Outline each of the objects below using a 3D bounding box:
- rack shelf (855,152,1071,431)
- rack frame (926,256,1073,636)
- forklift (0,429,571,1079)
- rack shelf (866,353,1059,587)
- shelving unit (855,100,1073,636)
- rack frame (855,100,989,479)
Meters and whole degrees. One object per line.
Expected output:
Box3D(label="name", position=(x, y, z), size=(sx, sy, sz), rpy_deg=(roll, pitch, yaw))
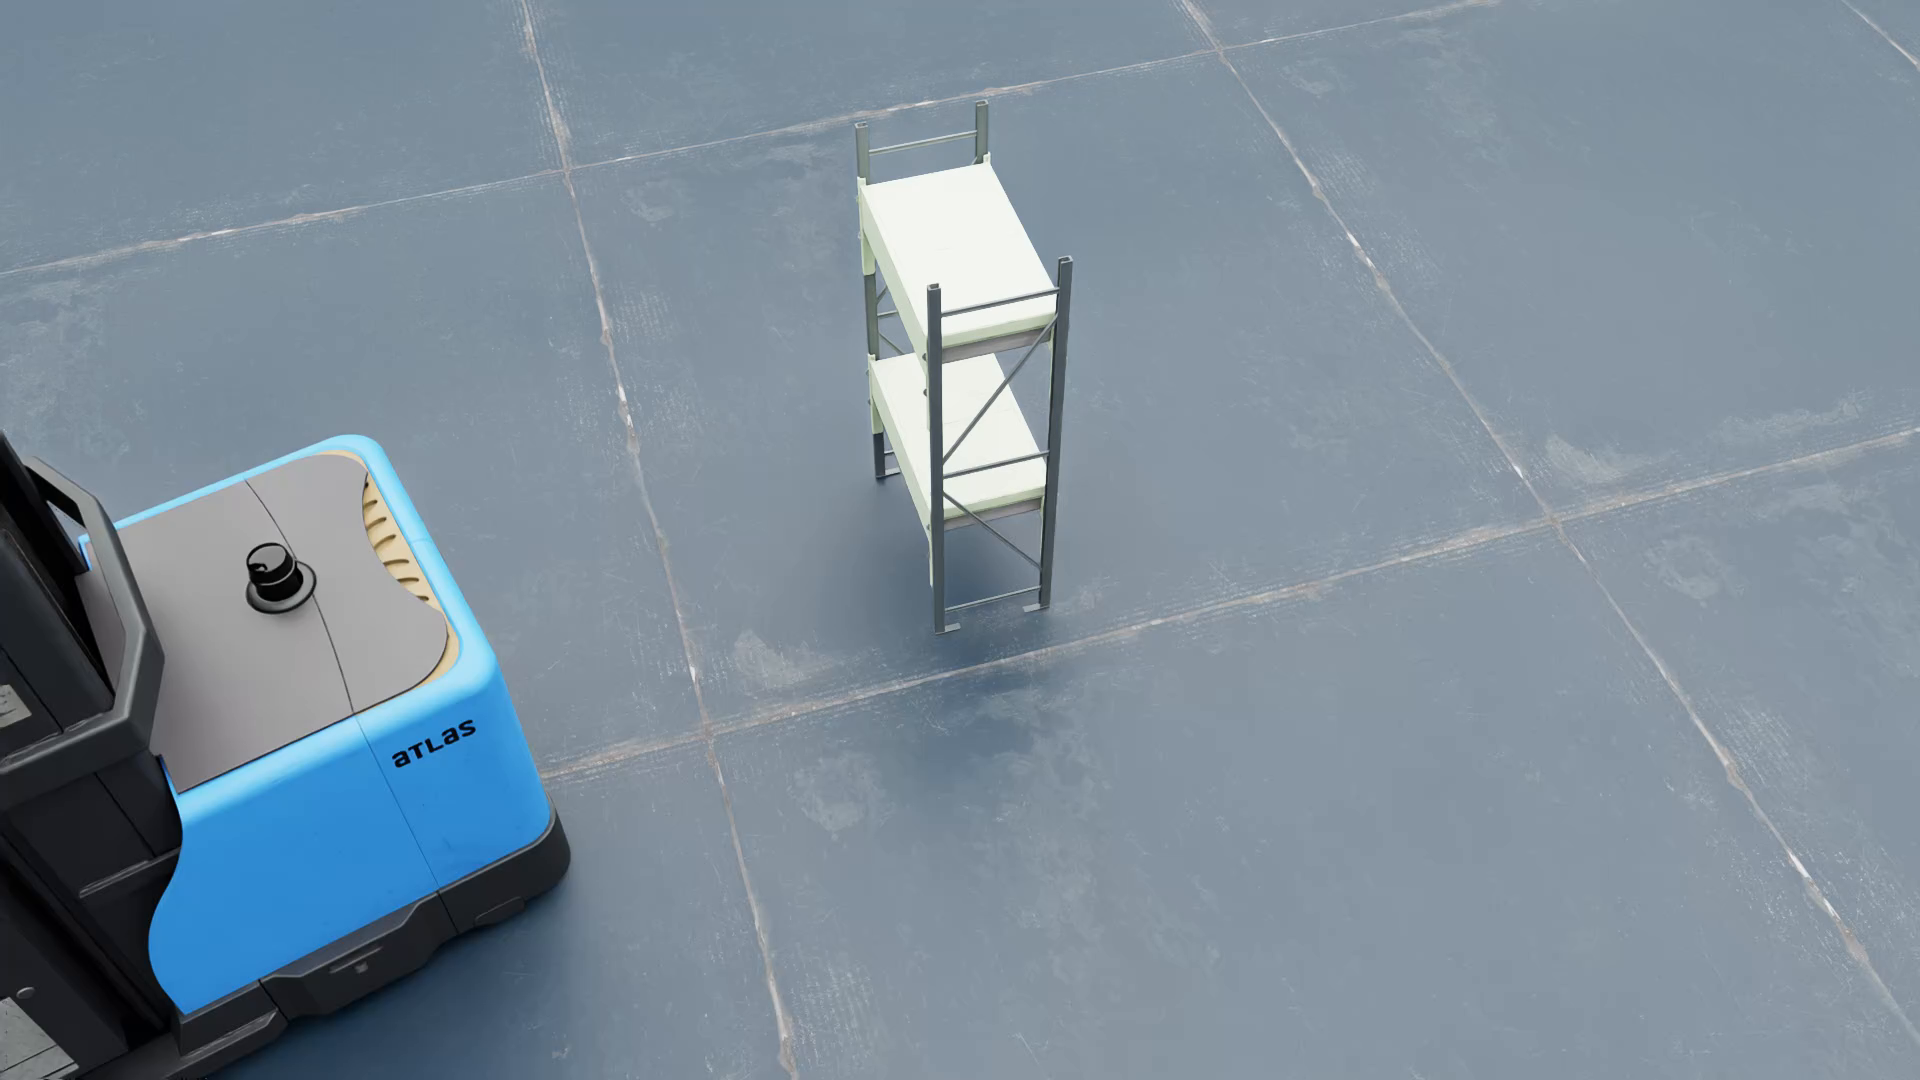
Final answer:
Box3D(label="rack shelf", position=(-0.002, -0.740, 4.882), size=(0.431, 0.370, 0.720), rpy_deg=(-13, 51, -11))
Box3D(label="rack frame", position=(0.106, -0.221, 4.955), size=(0.400, 1.500, 0.023), rpy_deg=(-13, 51, -11))
Box3D(label="forklift", position=(-2.662, 0.339, 3.547), size=(3.031, 2.935, 1.130), rpy_deg=(-25, 54, -20))
Box3D(label="rack shelf", position=(-0.002, -0.278, 5.430), size=(0.431, 0.370, 0.720), rpy_deg=(-13, 51, -11))
Box3D(label="shelving unit", position=(-0.002, -0.488, 5.181), size=(0.431, 1.500, 0.755), rpy_deg=(-13, 51, -11))
Box3D(label="rack frame", position=(-0.110, -0.756, 5.406), size=(0.400, 1.500, 0.023), rpy_deg=(-13, 51, -11))
